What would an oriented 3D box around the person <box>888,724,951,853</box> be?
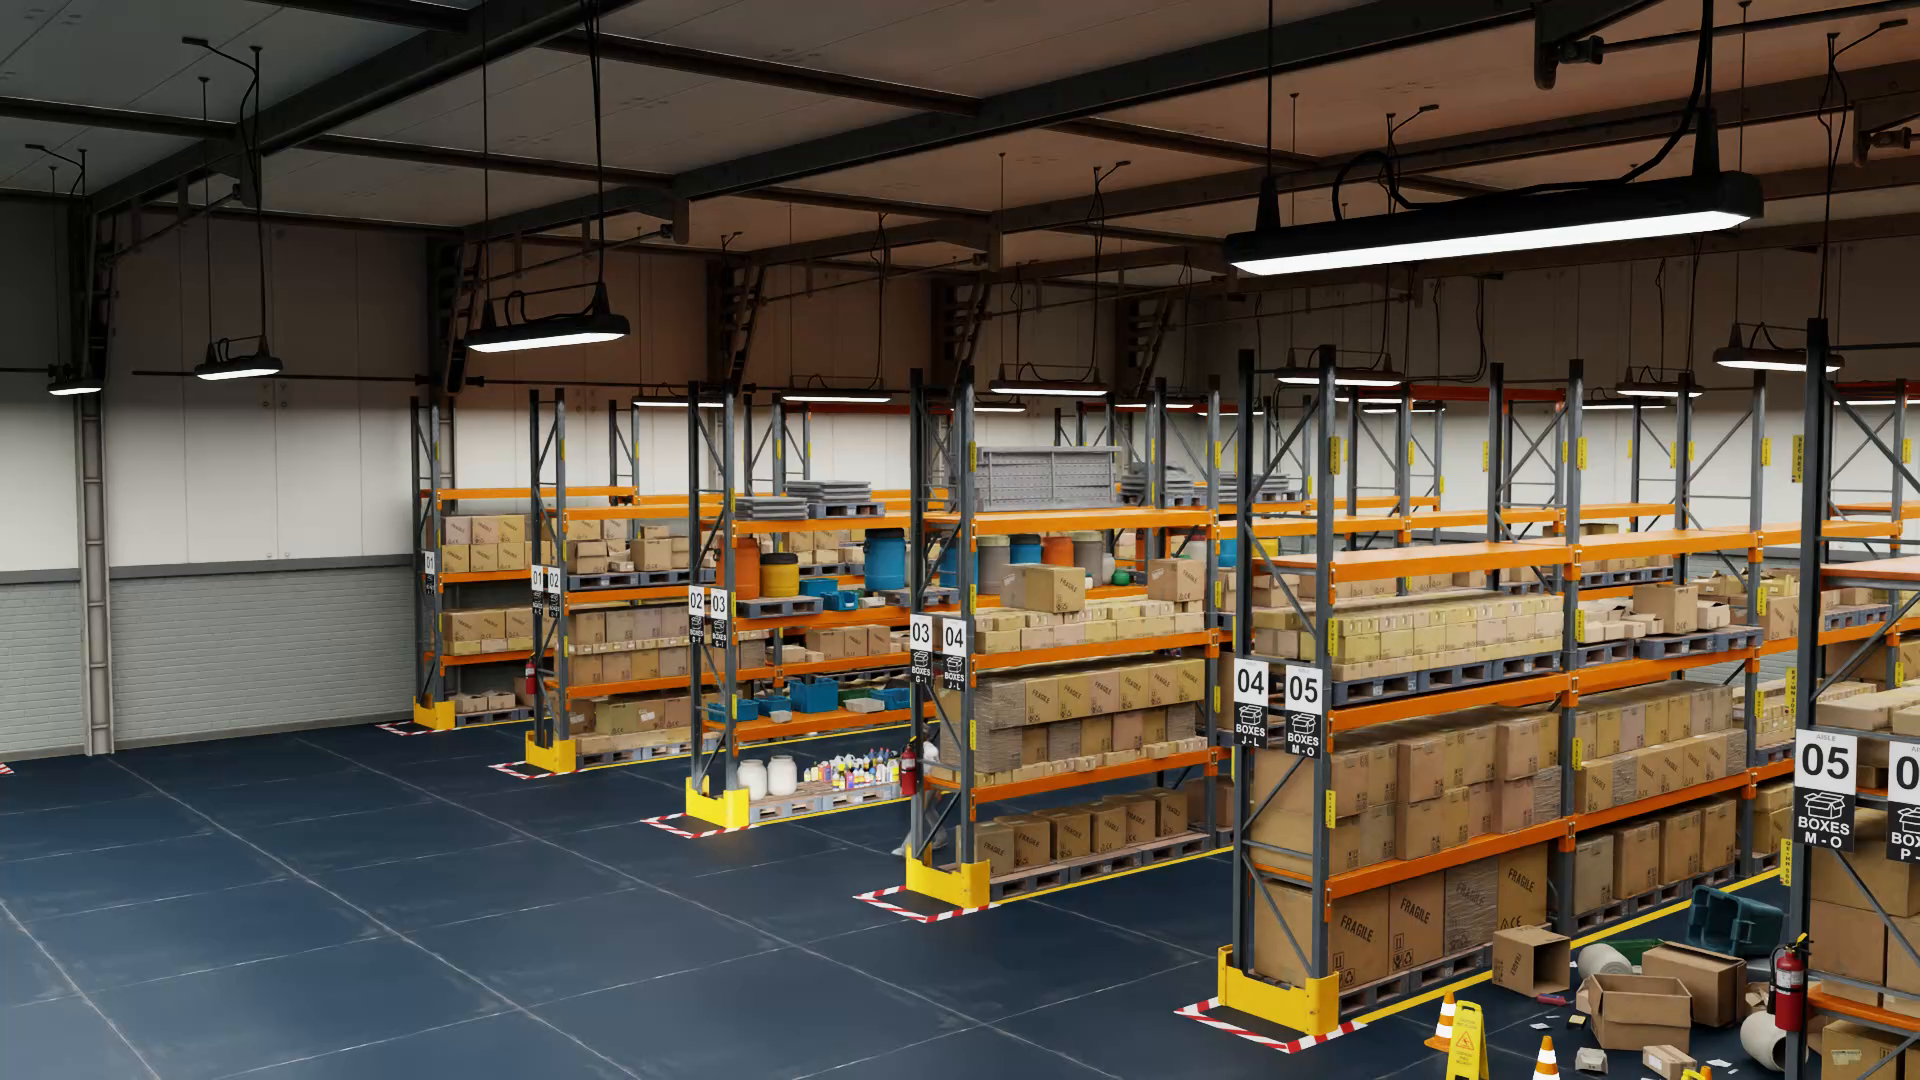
[{"bbox_3d":[-0.526,3.101,20.806,1.003,1.623,0.491,-2,4,-27],"label":"person"}]
